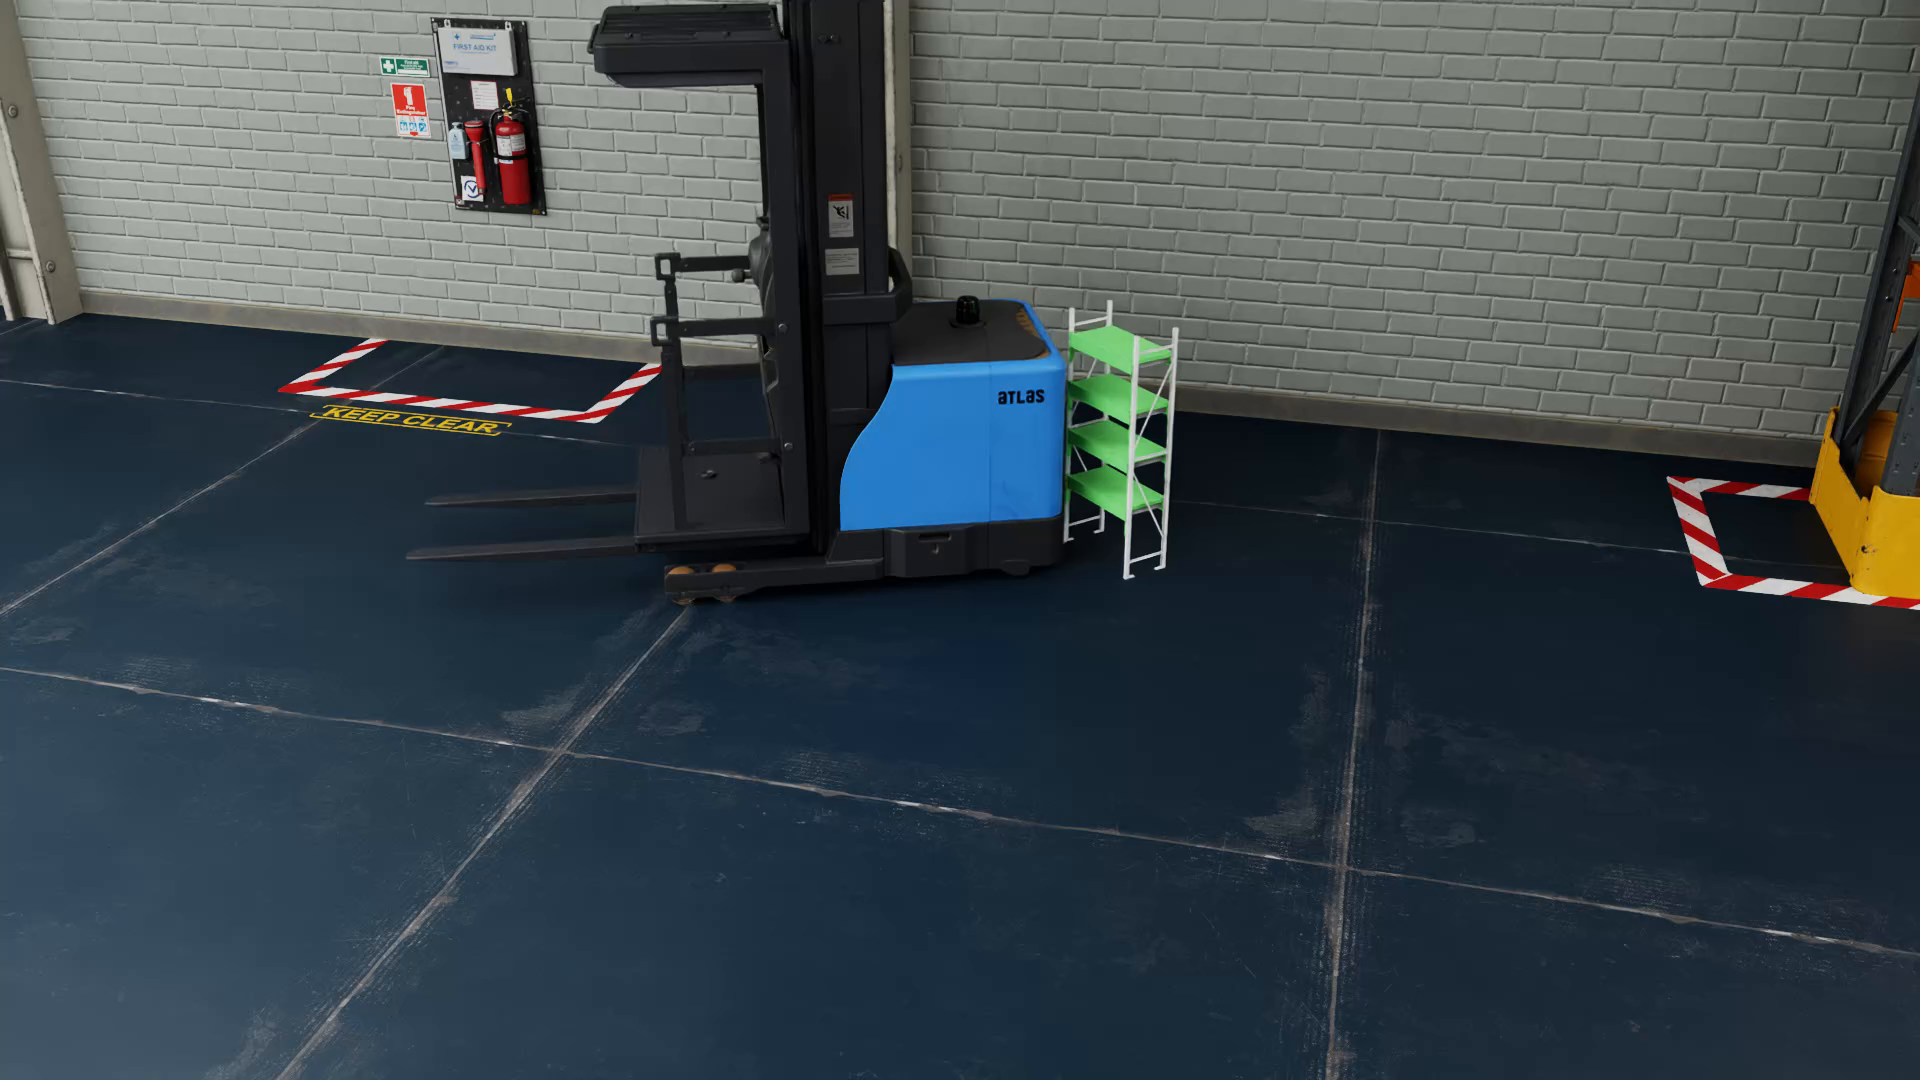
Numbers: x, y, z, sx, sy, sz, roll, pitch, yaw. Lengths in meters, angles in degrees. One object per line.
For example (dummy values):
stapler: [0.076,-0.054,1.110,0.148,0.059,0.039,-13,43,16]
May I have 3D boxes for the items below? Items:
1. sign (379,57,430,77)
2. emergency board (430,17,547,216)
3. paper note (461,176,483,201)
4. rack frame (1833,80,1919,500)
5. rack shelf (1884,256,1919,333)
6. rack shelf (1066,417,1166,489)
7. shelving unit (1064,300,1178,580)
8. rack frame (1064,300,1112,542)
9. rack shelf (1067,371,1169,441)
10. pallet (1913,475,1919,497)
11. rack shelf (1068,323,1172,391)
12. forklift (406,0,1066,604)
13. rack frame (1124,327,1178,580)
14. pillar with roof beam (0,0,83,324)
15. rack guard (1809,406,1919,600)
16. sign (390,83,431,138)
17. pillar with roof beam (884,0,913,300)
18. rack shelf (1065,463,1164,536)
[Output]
sign: [-3.406,-2.901,10.196,0.331,0.109,0.001,6,26,13]
emergency board: [-2.899,-2.548,10.112,0.643,1.169,0.194,6,26,13]
paper note: [-3.053,-2.198,10.402,0.142,0.148,0.016,6,26,13]
rack frame: [4.403,-1.340,7.575,0.127,3.000,1.000,6,26,13]
rack shelf: [6.340,-0.801,7.280,4.000,0.370,1.077,6,26,13]
rack shelf: [0.746,-0.415,7.874,0.258,0.148,0.480,-16,30,-29]
shelving unit: [0.746,-0.473,7.846,0.258,1.200,0.503,-16,30,-29]
rack frame: [0.615,-0.562,8.032,0.240,1.200,0.015,-16,30,-29]
rack shelf: [0.745,-0.632,7.770,0.258,0.148,0.480,-16,30,-29]
pallet: [5.254,0.029,7.944,1.213,0.211,1.003,6,26,13]
rack shelf: [0.744,-0.848,7.667,0.258,0.148,0.480,-16,30,-29]
forklift: [-1.068,-1.273,7.515,3.031,2.935,1.130,-4,26,-7]
rack frame: [0.877,-0.385,7.661,0.240,1.200,0.015,-16,30,-29]
pillar with roof beam: [-7.398,-3.826,5.818,0.400,9.000,9.100,6,26,13]
rack guard: [4.476,-0.203,8.095,0.348,0.500,1.175,6,26,13]
sign: [-3.408,-2.666,10.319,0.234,0.329,0.001,6,26,13]
pillar with roof beam: [-1.587,-3.184,4.469,0.400,9.000,9.100,6,26,13]
rack shelf: [0.747,-0.199,7.978,0.258,0.148,0.480,-16,30,-29]
